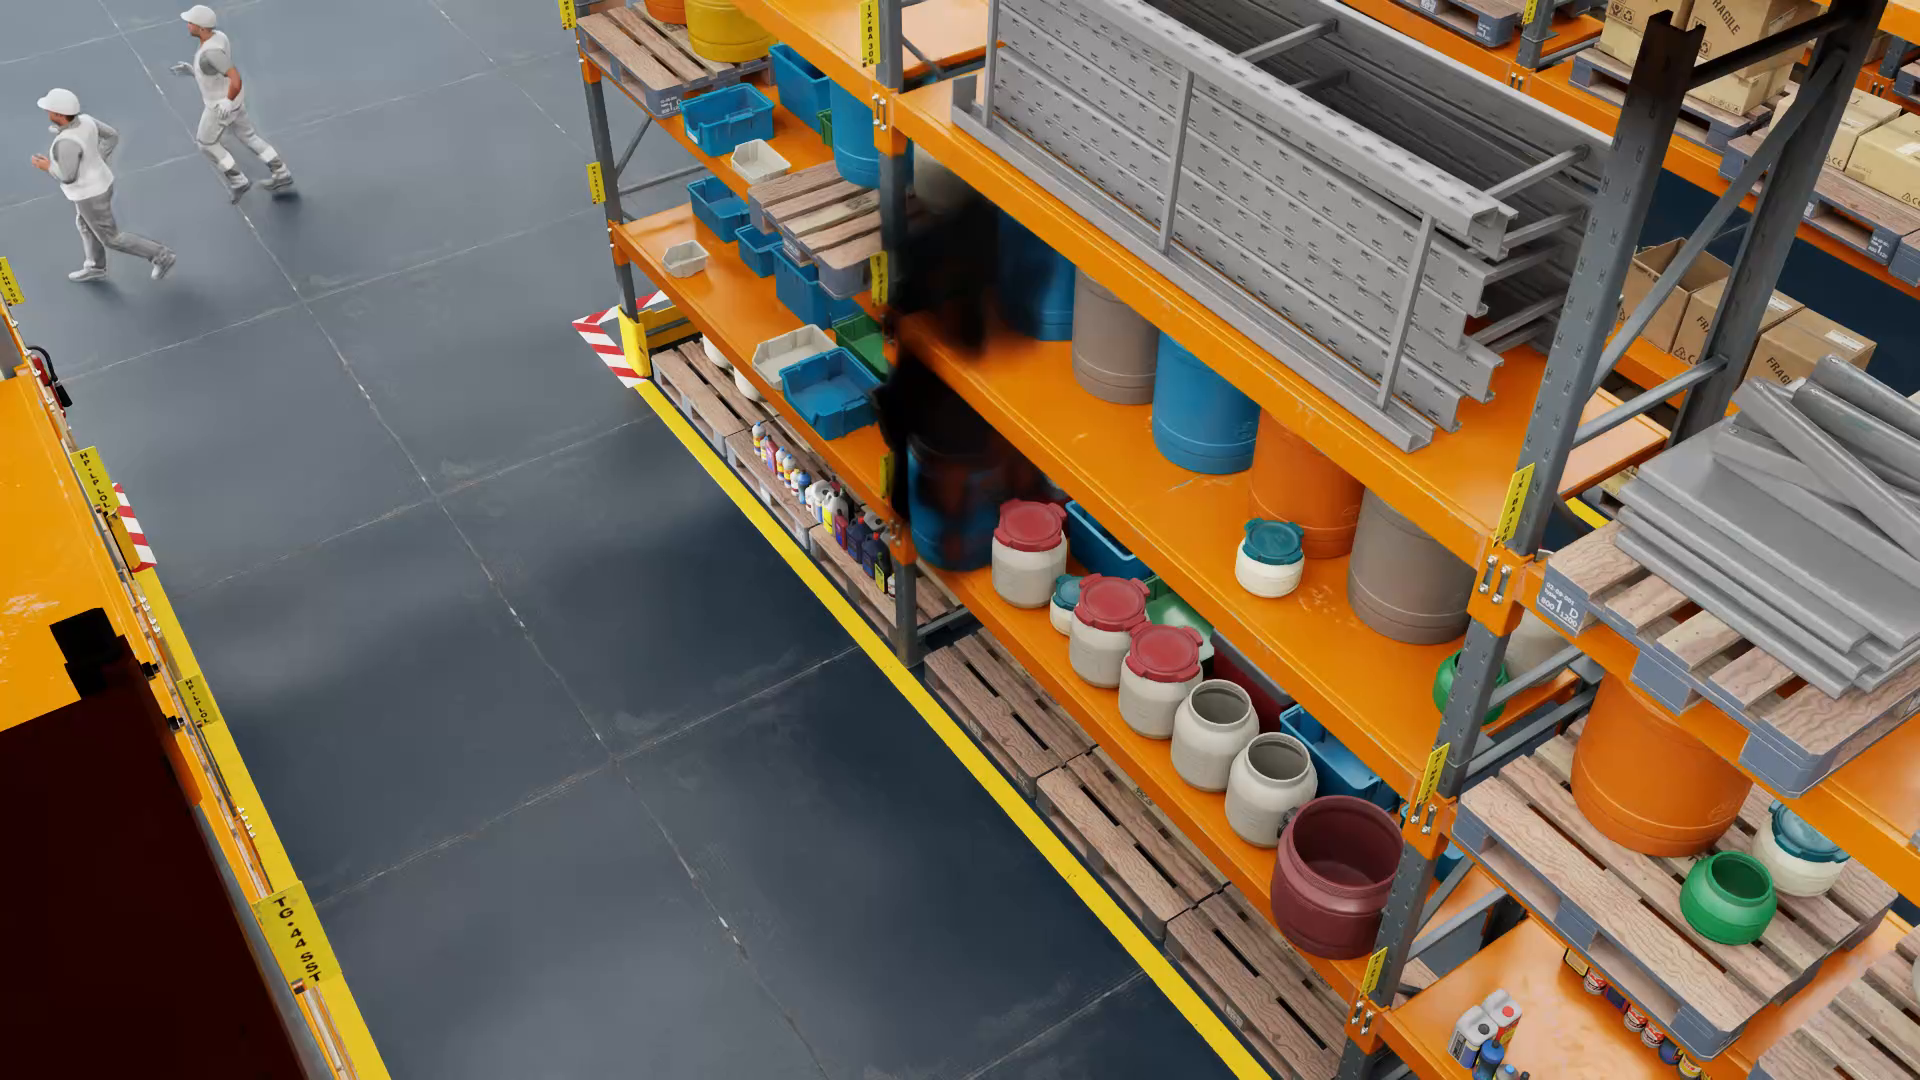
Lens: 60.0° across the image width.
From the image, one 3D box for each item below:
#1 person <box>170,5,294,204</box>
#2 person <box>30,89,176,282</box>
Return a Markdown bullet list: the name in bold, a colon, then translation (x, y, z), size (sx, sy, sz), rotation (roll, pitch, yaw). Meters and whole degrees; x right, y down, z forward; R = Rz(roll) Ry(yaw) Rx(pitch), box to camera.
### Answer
- **person**: translation (-6.476, -3.796, 14.570), size (0.683, 1.824, 0.640), rotation (-3, 43, -4)
- **person**: translation (-7.081, -2.870, 13.543), size (0.946, 1.749, 0.627), rotation (-5, 43, -5)
